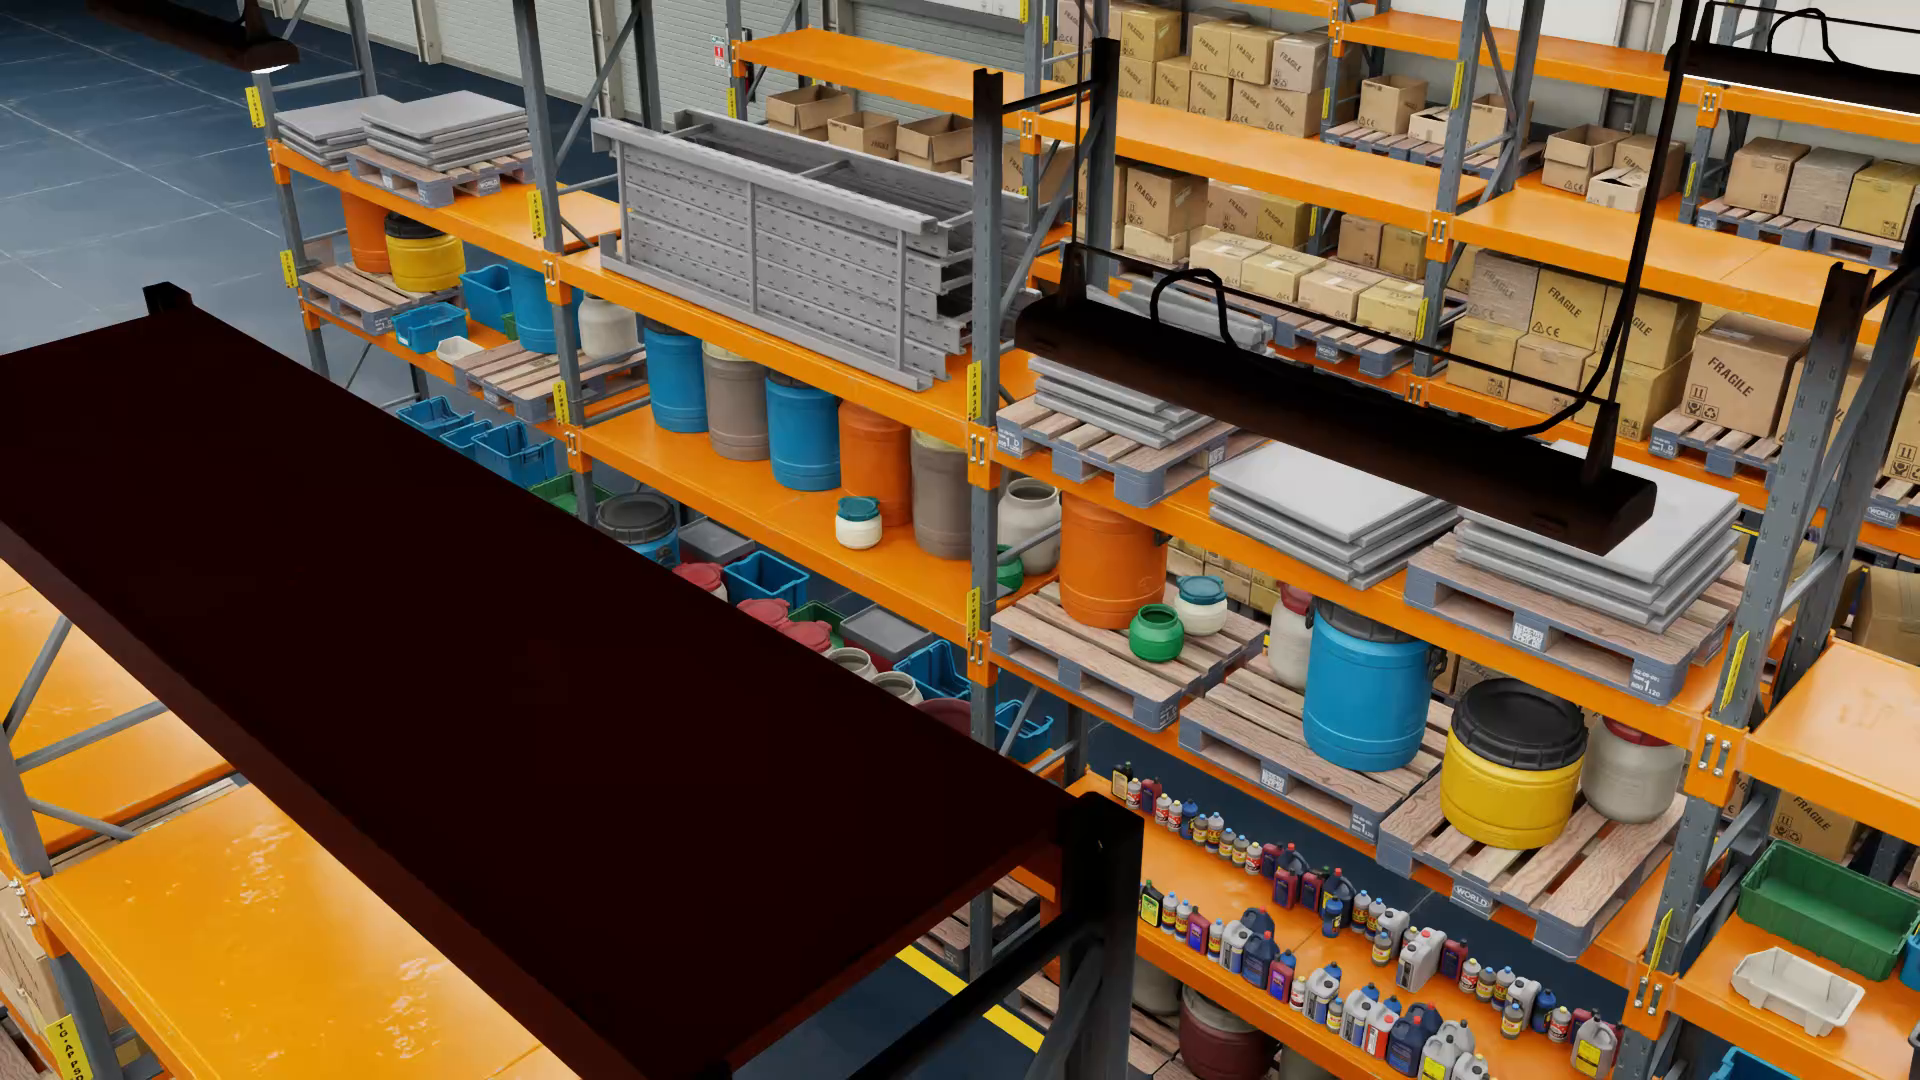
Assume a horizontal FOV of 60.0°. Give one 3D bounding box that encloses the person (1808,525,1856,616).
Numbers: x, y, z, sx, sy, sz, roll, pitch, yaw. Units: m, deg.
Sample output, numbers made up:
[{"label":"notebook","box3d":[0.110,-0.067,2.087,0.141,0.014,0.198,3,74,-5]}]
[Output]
[{"label":"person","box3d":[7.416,0.208,14.209,1.043,1.587,0.459,24,38,36]}]
